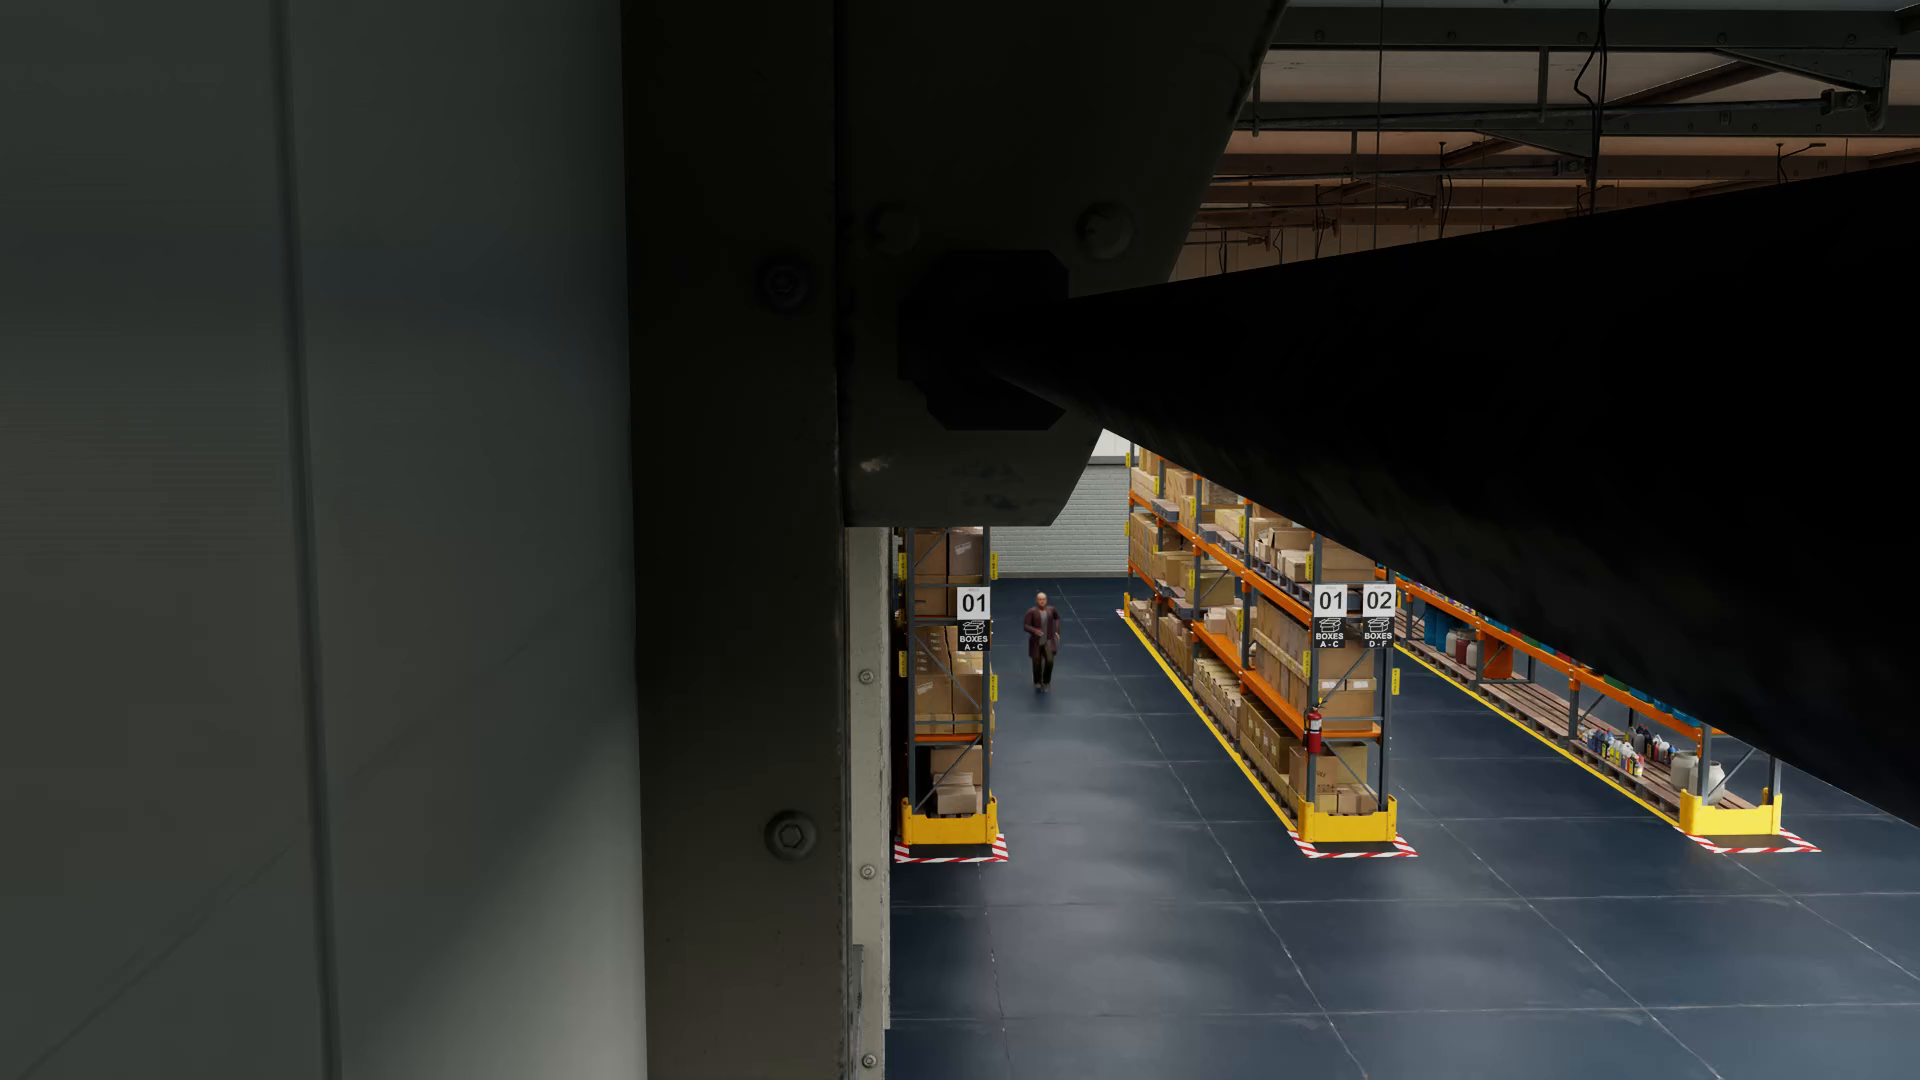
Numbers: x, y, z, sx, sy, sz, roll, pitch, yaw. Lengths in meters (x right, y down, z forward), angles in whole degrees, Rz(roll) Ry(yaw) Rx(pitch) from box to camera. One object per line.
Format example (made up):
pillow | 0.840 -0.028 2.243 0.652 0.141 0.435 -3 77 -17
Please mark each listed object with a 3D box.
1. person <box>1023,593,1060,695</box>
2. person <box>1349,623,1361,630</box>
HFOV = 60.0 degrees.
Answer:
person | 1.421 1.788 28.699 0.676 1.779 0.846 -1 7 -6
person | 7.653 1.353 32.342 0.629 1.765 0.727 1 7 10
